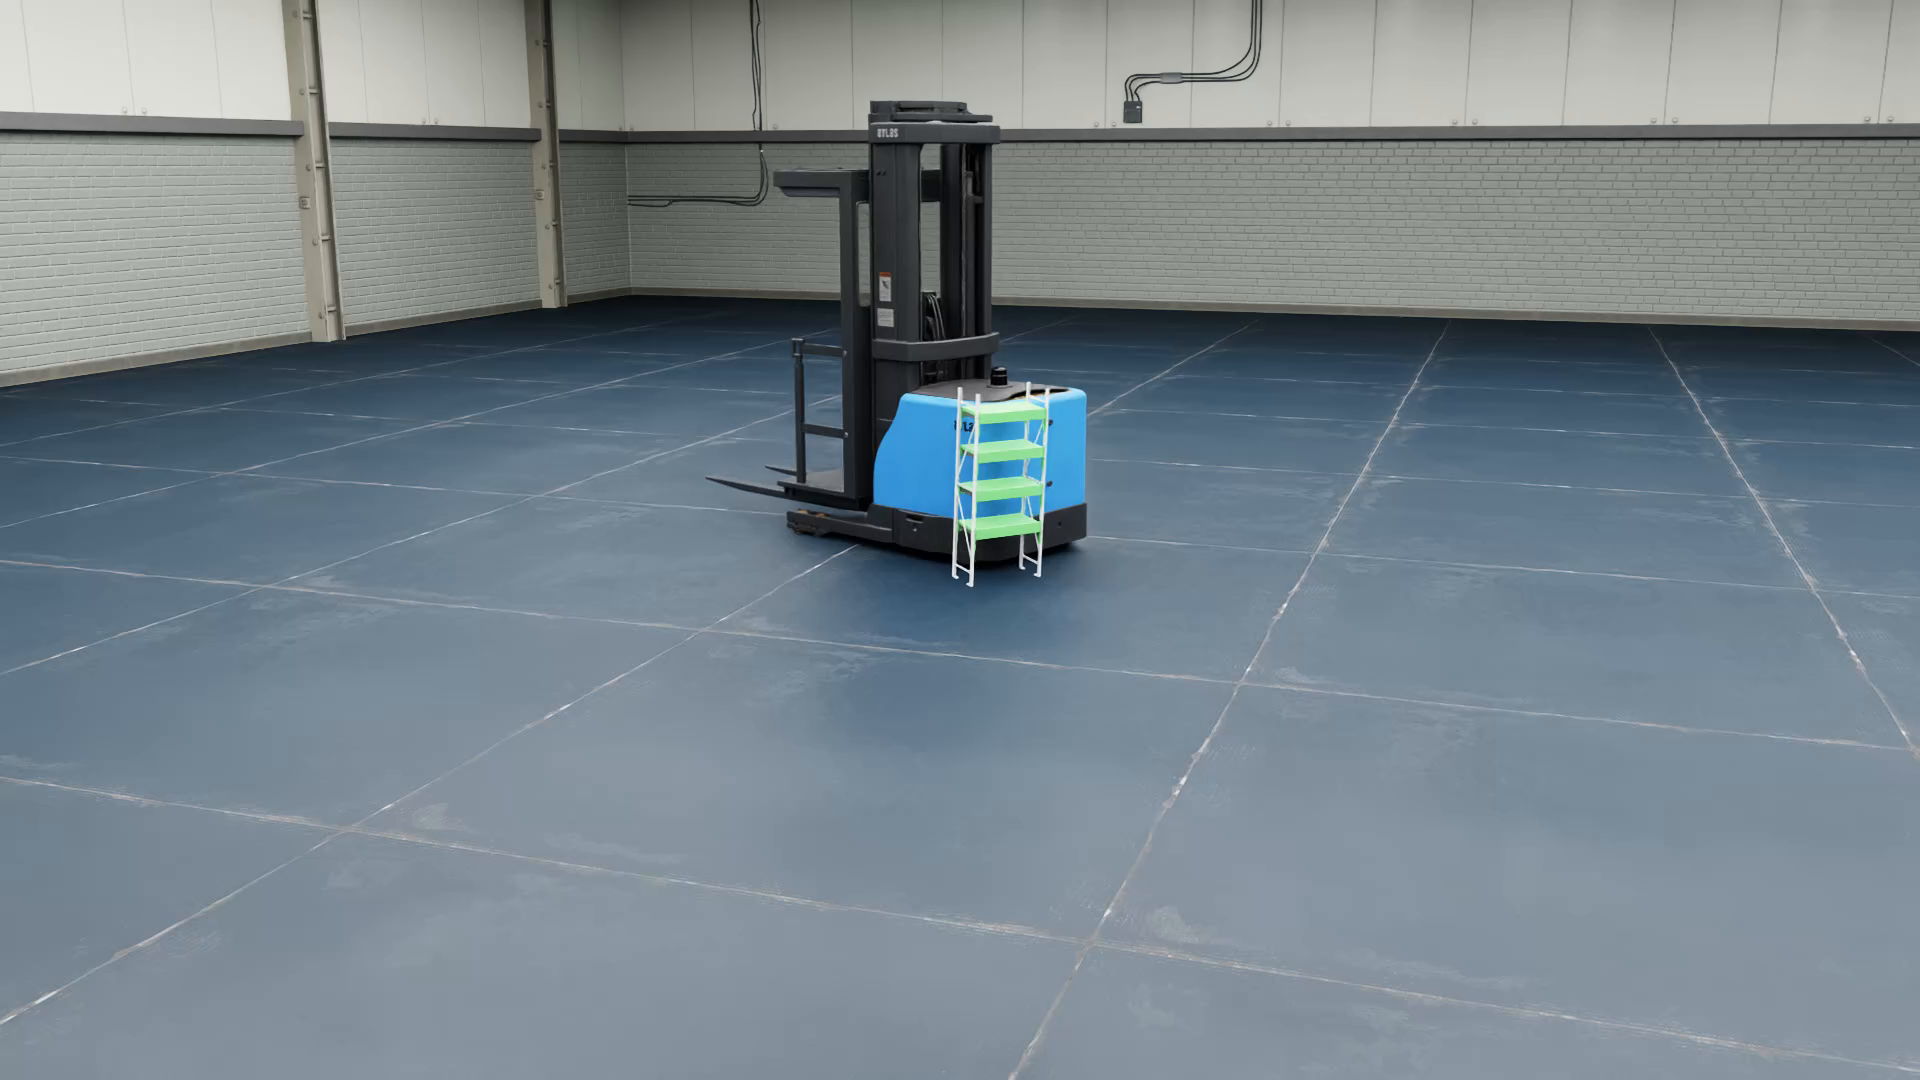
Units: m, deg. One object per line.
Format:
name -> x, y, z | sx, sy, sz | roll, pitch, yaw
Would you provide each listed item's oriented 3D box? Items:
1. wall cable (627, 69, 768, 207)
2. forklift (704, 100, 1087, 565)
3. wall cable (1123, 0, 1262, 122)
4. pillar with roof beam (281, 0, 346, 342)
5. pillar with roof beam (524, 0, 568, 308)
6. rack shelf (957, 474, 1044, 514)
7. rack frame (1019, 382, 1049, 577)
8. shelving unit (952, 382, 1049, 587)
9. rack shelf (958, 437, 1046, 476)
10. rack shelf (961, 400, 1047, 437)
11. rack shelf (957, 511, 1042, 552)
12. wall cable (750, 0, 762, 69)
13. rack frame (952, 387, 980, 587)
wall cable -> -5.059, -7.571, 31.413 | 3.097, 2.526, 0.112 | 4, 14, 18
forklift -> -0.583, -1.522, 11.571 | 3.031, 2.935, 1.130 | 11, 17, 40
wall cable -> 3.918, -10.056, 27.680 | 2.305, 6.003, 0.169 | 4, 14, 18
pillar with roof beam -> -5.131, -6.986, 21.874 | 9.100, 9.000, 0.400 | 4, 14, 18
pillar with roof beam -> -3.190, -8.250, 27.409 | 9.100, 9.000, 0.400 | 4, 14, 18
rack shelf -> 0.246, -0.285, 10.292 | 0.480, 0.148, 0.258 | -7, 18, -28
rack frame -> 0.461, -0.373, 10.390 | 0.015, 1.200, 0.240 | -7, 18, -28
shelving unit -> 0.248, -0.347, 10.274 | 0.503, 1.200, 0.258 | -7, 18, -28
rack shelf -> 0.254, -0.516, 10.225 | 0.480, 0.148, 0.258 | -7, 18, -28
rack shelf -> 0.262, -0.746, 10.158 | 0.480, 0.148, 0.258 | -7, 18, -28
rack shelf -> 0.239, -0.055, 10.359 | 0.480, 0.148, 0.258 | -7, 18, -28
wall cable -> -2.499, -9.838, 29.997 | 3.097, 2.526, 0.112 | 4, 14, 18
rack frame -> 0.035, -0.320, 10.159 | 0.015, 1.200, 0.240 | -7, 18, -28
